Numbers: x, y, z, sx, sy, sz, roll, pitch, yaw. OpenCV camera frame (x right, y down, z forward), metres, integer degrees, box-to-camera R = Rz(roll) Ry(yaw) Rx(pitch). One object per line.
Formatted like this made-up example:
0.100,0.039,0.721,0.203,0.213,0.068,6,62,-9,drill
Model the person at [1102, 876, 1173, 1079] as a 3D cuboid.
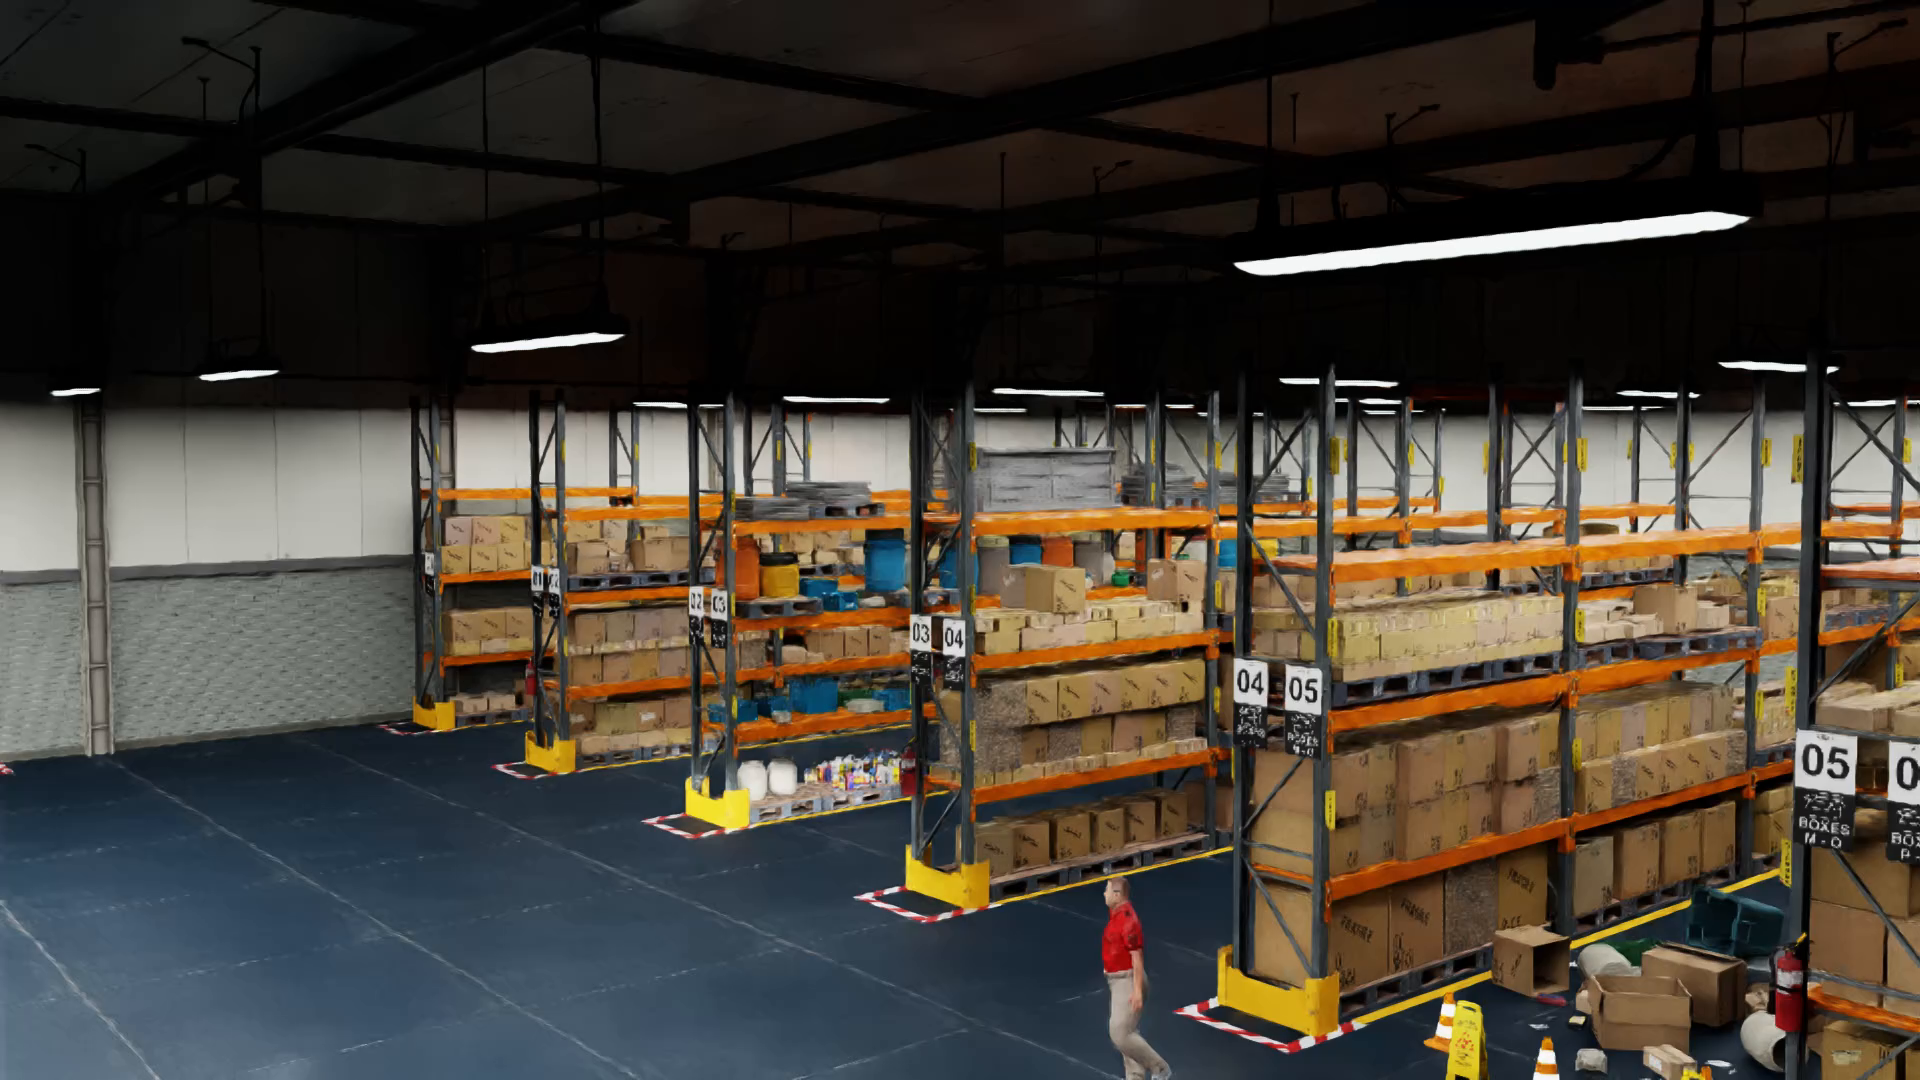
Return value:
1.397,3.531,13.176,0.540,1.716,0.605,0,3,-2,person
